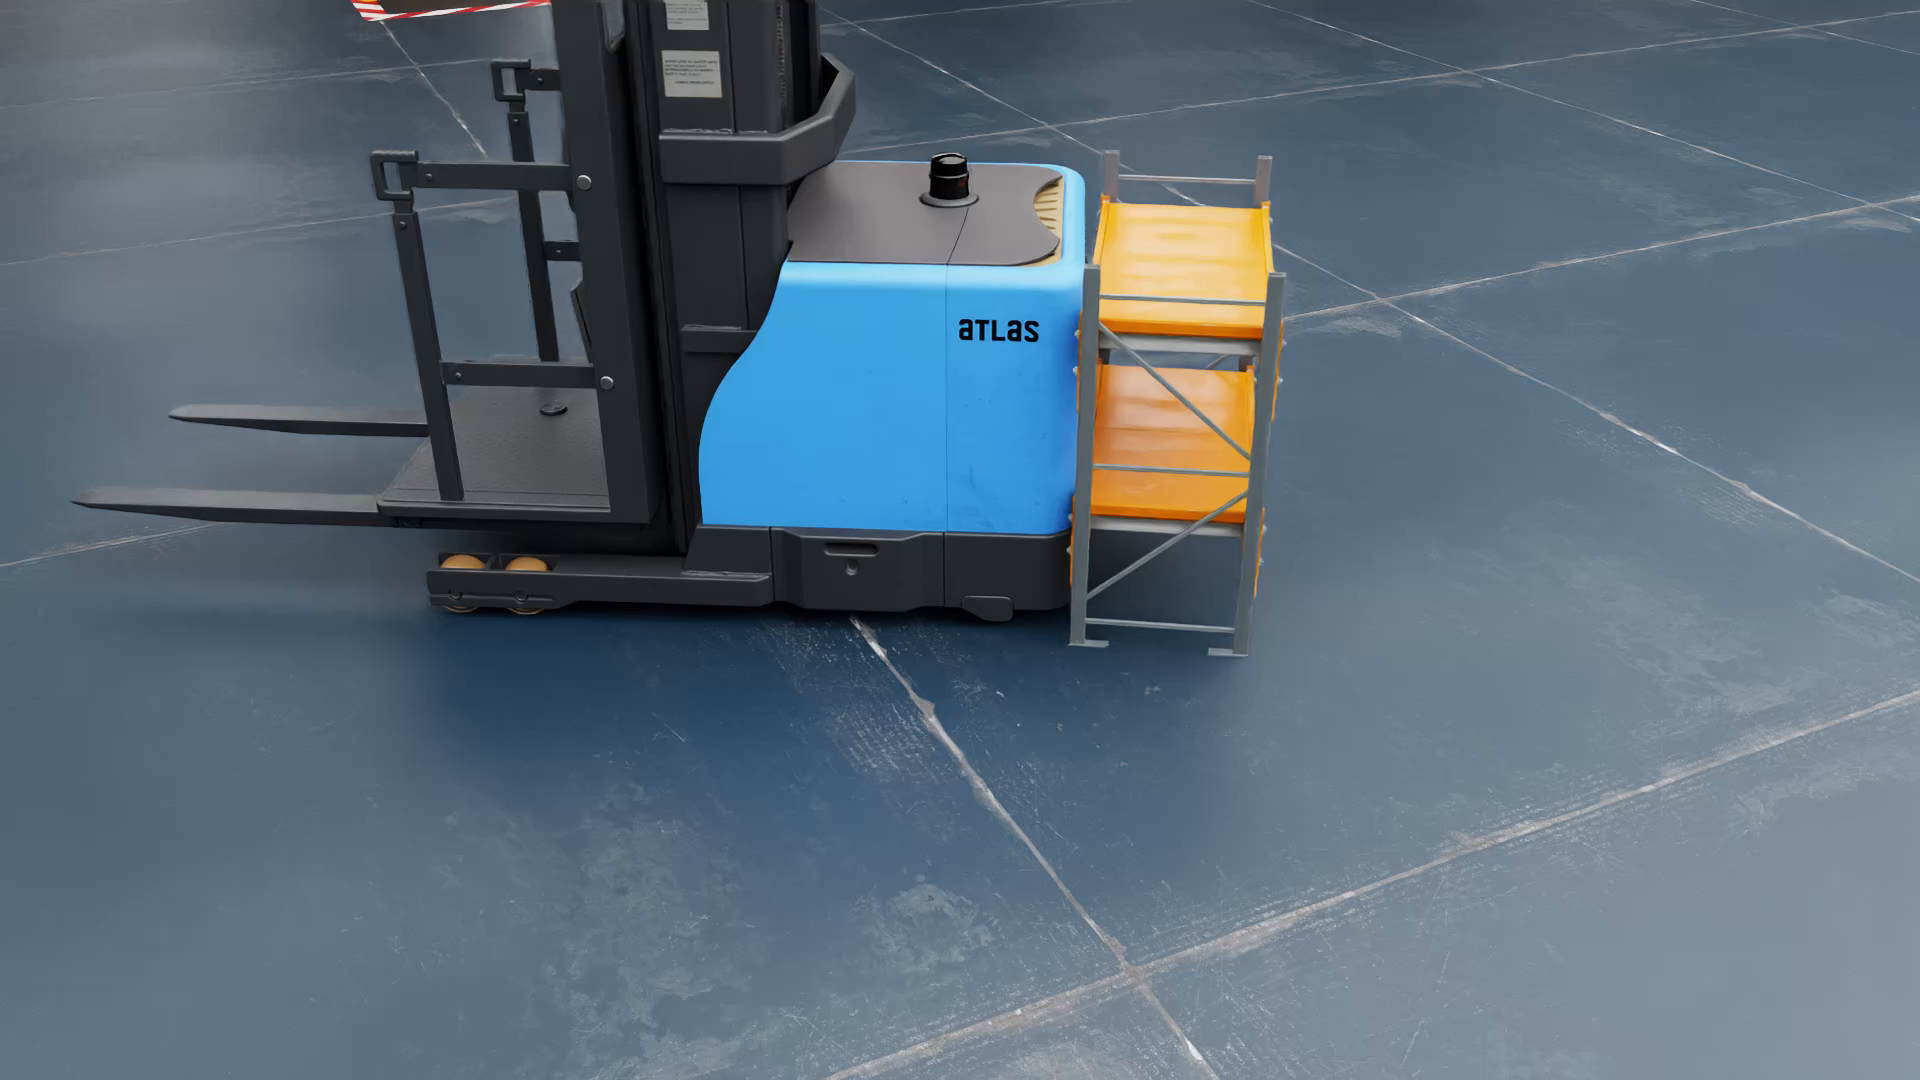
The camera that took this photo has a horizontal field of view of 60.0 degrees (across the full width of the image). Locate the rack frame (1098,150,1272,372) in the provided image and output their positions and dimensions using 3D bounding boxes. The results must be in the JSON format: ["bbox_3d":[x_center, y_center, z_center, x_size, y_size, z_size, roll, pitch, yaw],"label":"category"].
[{"bbox_3d":[0.690,-0.675,5.304,0.500,1.125,0.032,4,29,6],"label":"rack frame"}]

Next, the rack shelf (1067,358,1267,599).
[{"bbox_3d":[0.625,-0.216,4.984,0.538,0.278,1.000,4,29,6],"label":"rack shelf"}]

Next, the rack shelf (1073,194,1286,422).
[{"bbox_3d":[0.625,-0.684,4.722,0.538,0.278,1.000,4,29,6],"label":"rack shelf"}]

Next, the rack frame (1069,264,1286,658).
[{"bbox_3d":[0.560,-0.182,4.425,0.500,1.125,0.032,4,29,6],"label":"rack frame"}]

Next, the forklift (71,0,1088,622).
[{"bbox_3d":[-1.145,-1.315,4.599,3.031,2.935,1.130,2,29,3],"label":"forklift"}]

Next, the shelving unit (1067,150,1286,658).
[{"bbox_3d":[0.625,-0.429,4.865,0.538,1.125,1.048,4,29,6],"label":"shelving unit"}]

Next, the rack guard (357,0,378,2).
[{"bbox_3d":[-4.027,-4.425,12.630,1.175,0.500,0.348,-13,32,-22],"label":"rack guard"}]
